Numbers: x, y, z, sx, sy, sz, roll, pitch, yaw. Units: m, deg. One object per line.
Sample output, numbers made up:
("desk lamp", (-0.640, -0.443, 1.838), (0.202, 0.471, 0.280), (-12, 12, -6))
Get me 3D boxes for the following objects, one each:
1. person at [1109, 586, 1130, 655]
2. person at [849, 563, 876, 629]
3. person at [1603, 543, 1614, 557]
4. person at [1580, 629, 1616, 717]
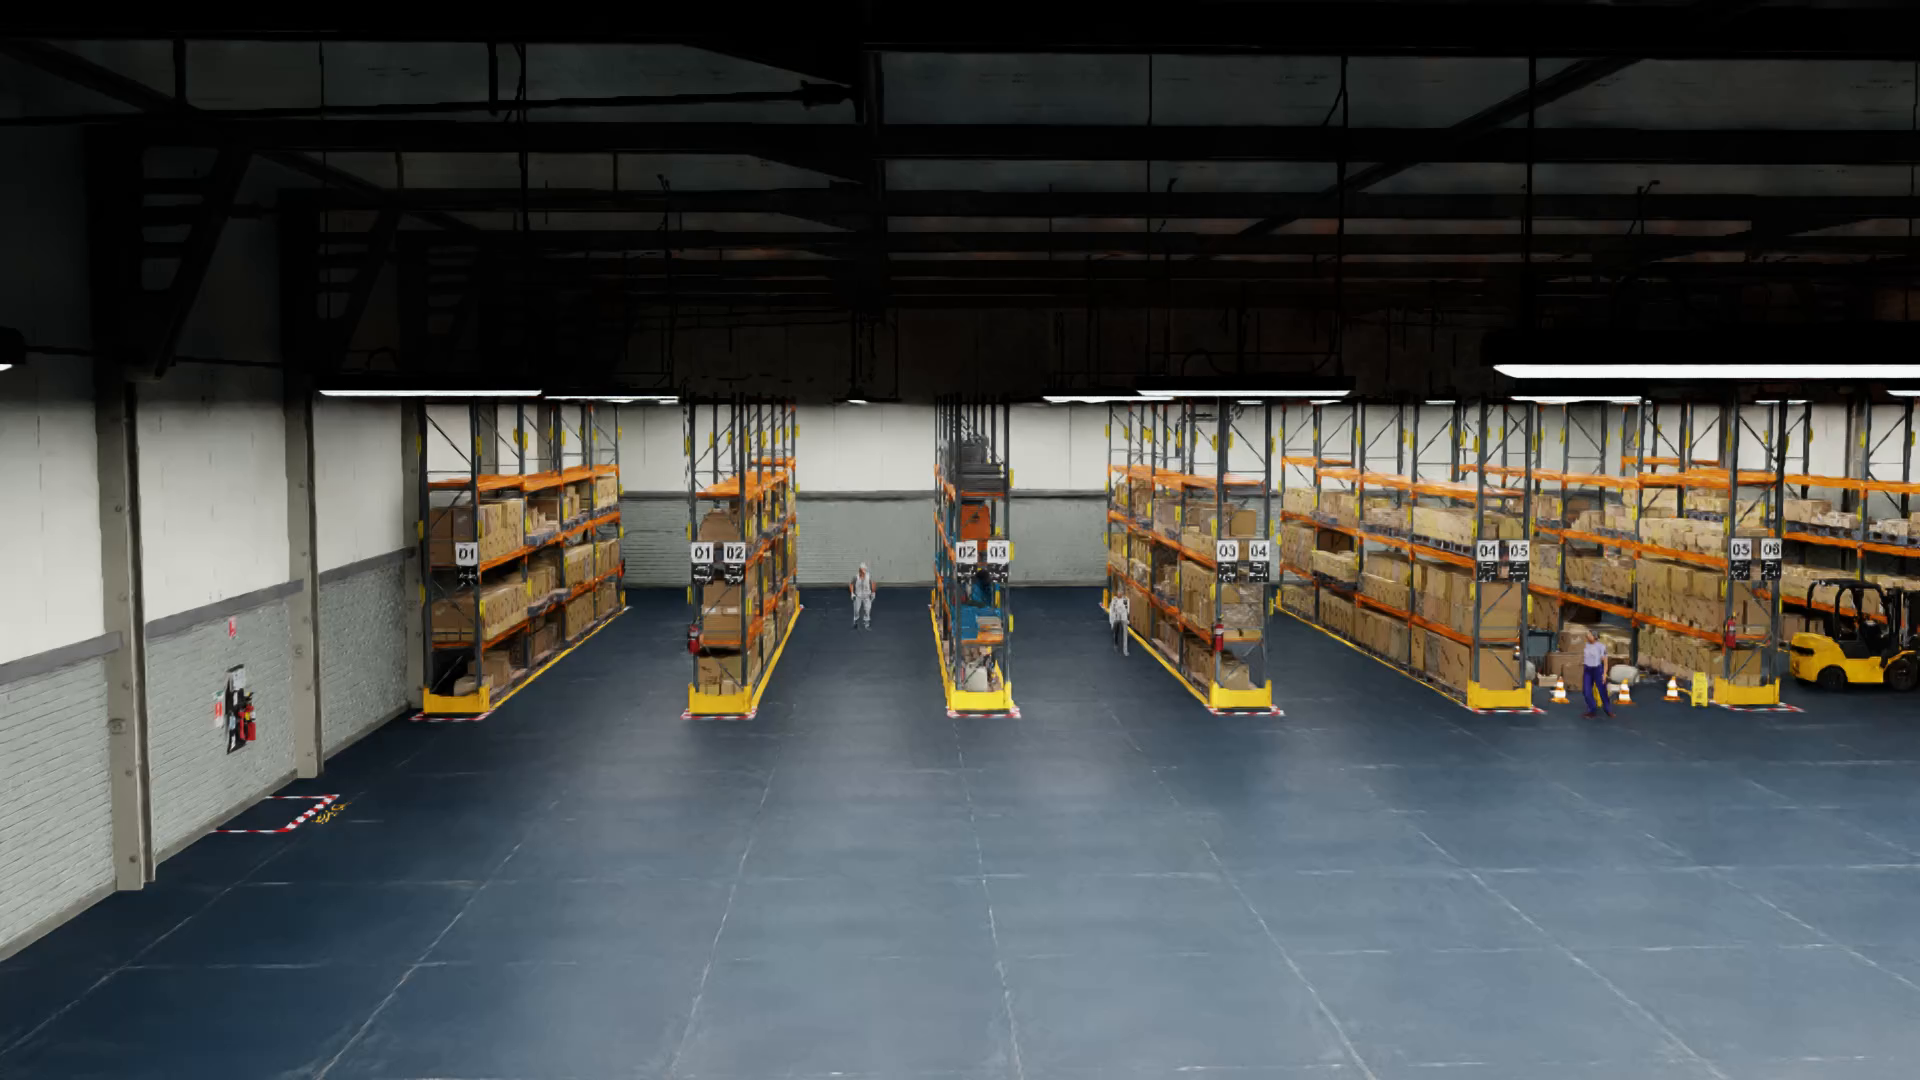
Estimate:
("person", (3.684, 1.836, 38.383), (0.495, 1.589, 1.086), (0, 5, 0))
("person", (-2.510, 1.437, 42.781), (0.677, 1.741, 0.552), (0, 5, -4))
("person", (19.188, 0.893, 49.339), (0.544, 1.780, 0.643), (-3, 5, -32))
("person", (11.810, 2.452, 30.766), (0.529, 1.639, 0.596), (-3, 5, -30))
